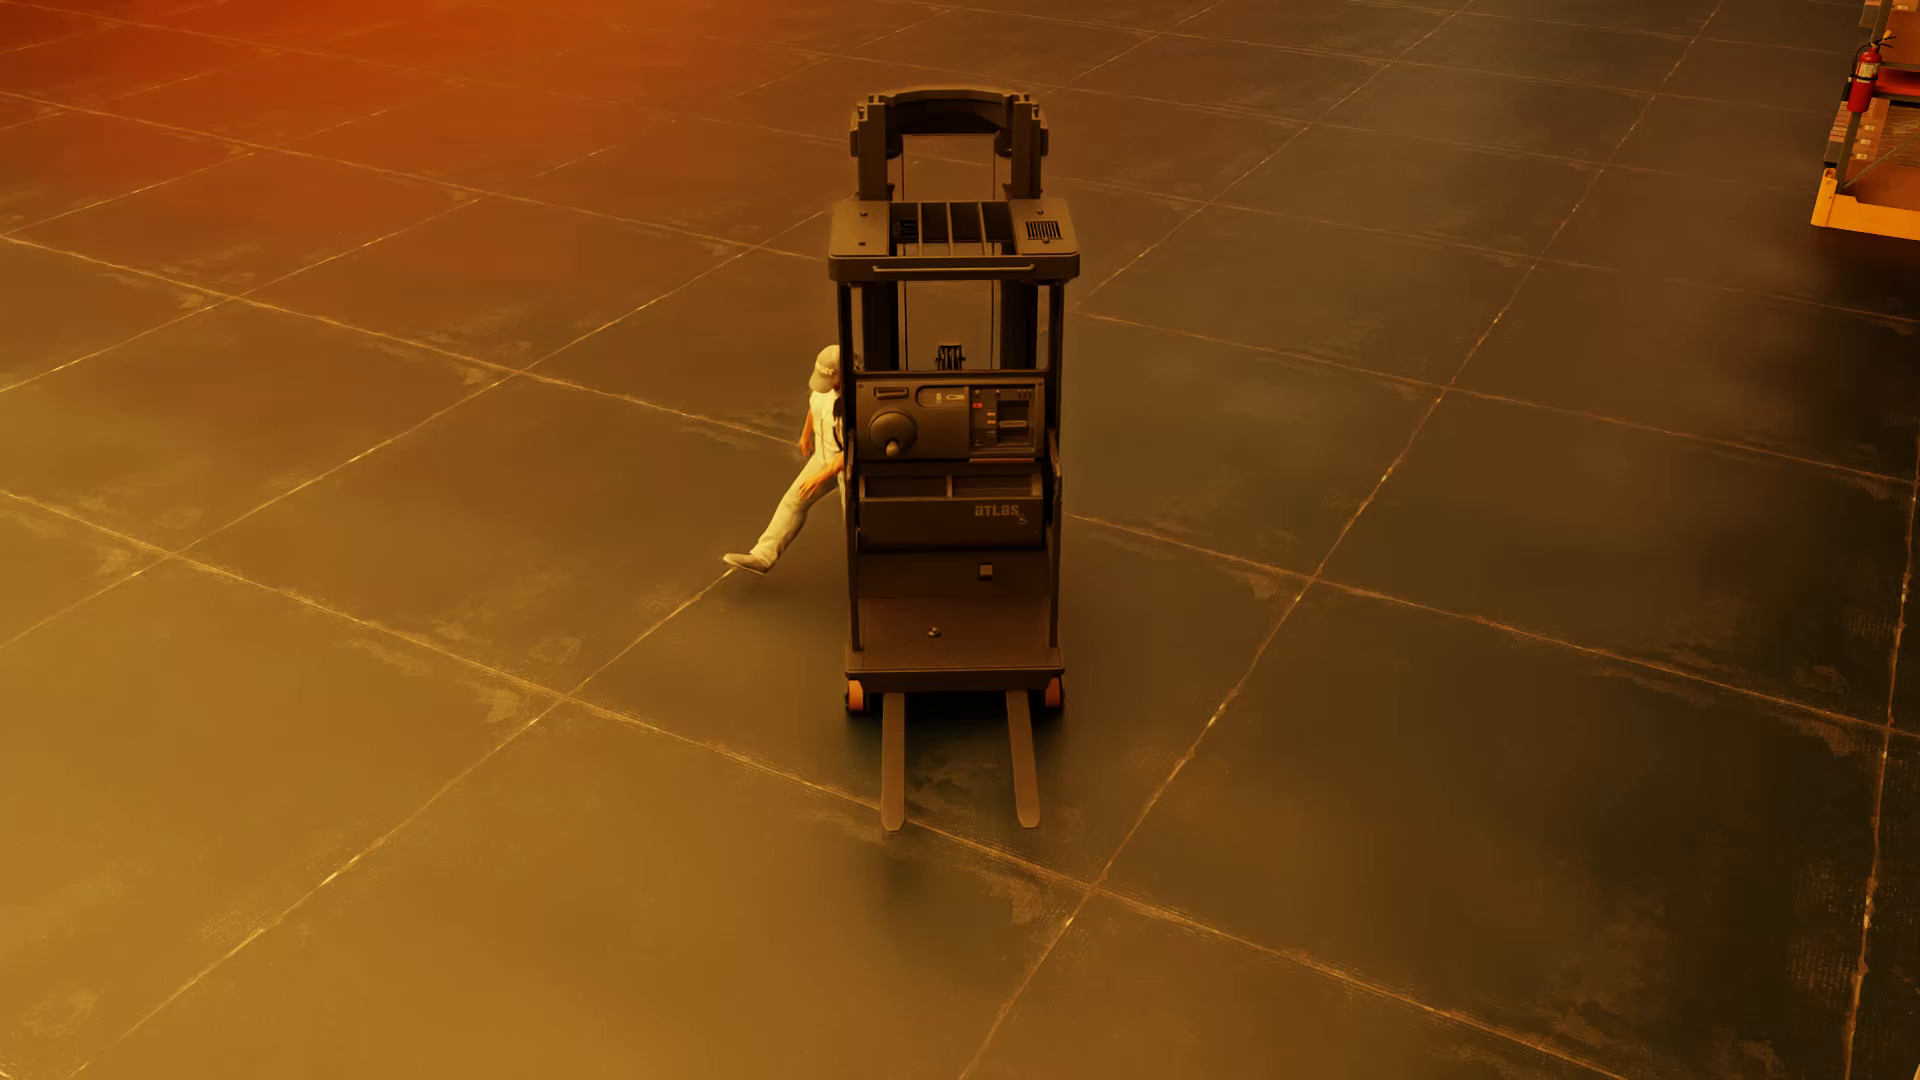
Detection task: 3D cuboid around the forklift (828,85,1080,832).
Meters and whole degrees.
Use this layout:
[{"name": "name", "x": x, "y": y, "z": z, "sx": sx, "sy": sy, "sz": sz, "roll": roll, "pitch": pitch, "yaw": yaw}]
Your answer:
[{"name": "forklift", "x": -0.037, "y": -0.555, "z": 8.032, "sx": 1.130, "sy": 2.935, "sz": 3.031, "roll": -1, "pitch": 30, "yaw": -2}]

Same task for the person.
[{"name": "person", "x": -0.753, "y": -0.358, "z": 9.138, "sx": 0.957, "sy": 1.491, "sz": 0.909, "roll": -19, "pitch": 35, "yaw": -30}]
